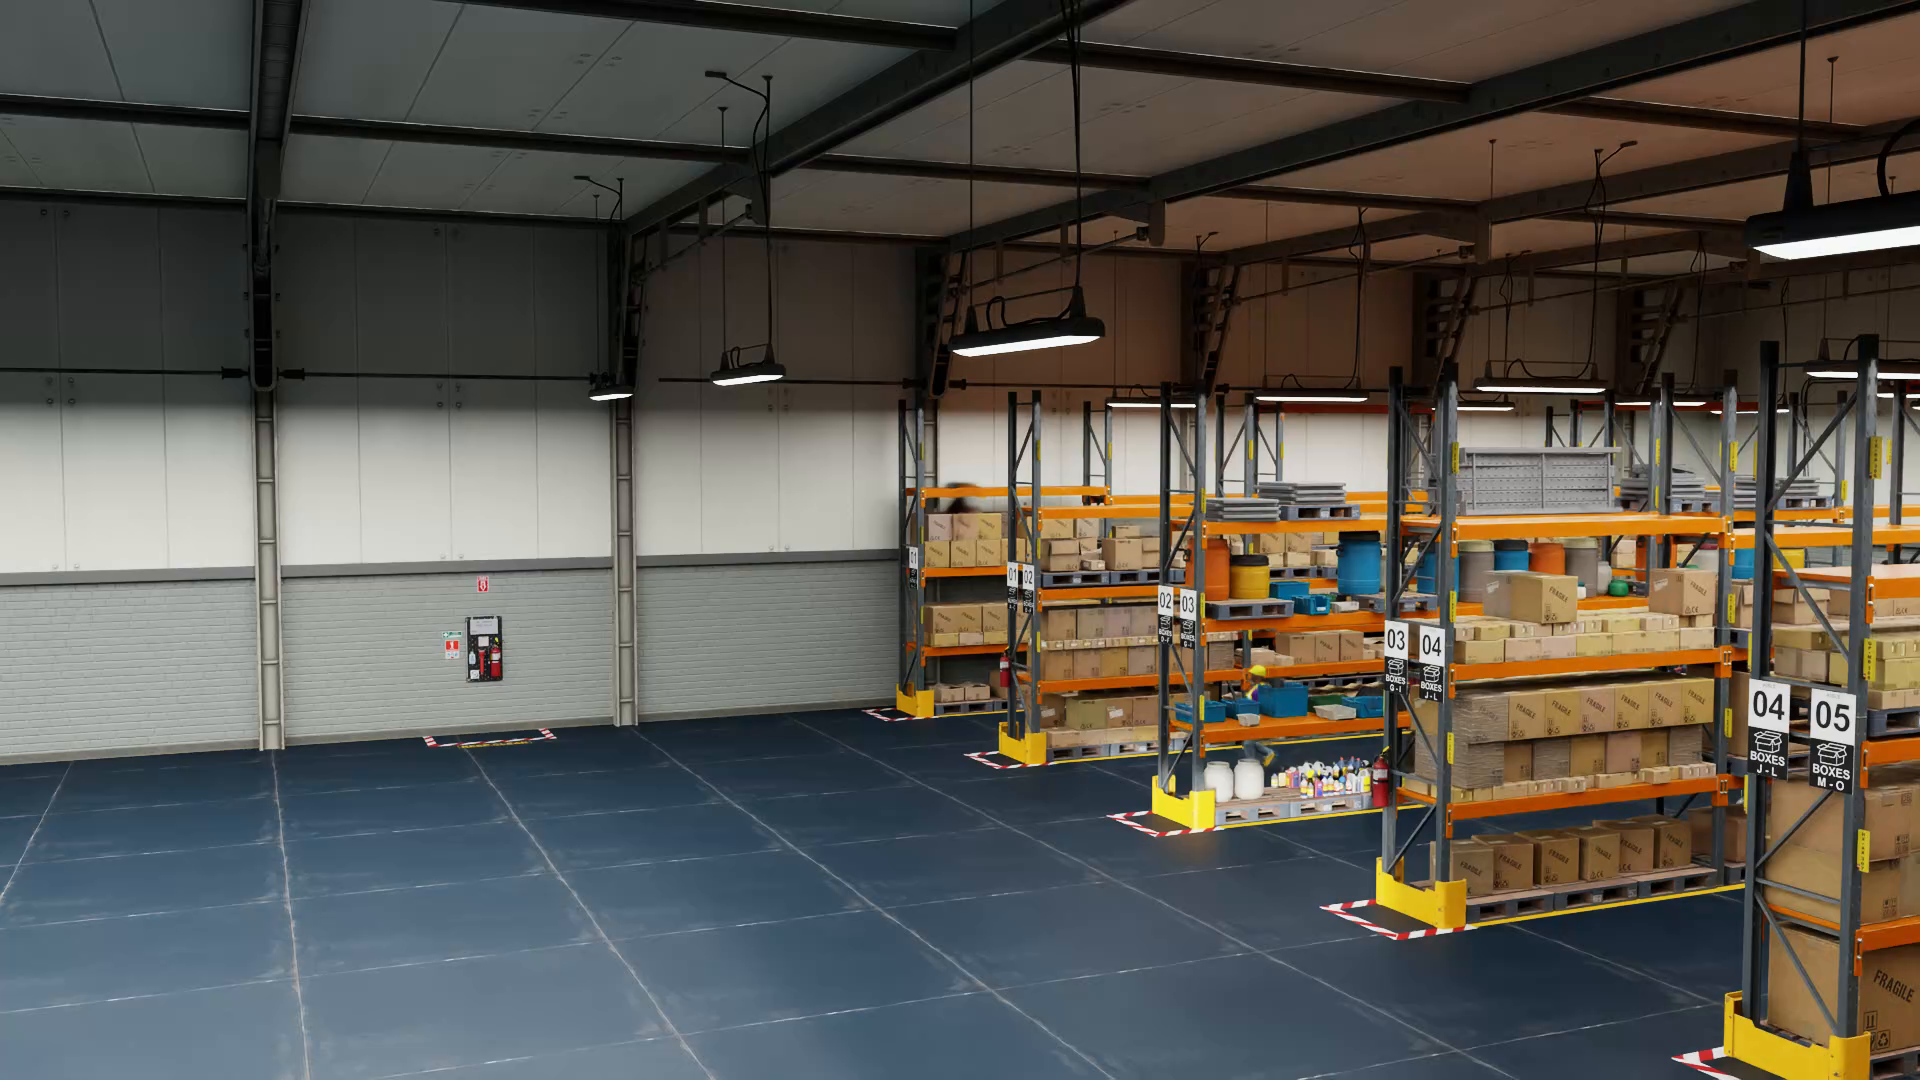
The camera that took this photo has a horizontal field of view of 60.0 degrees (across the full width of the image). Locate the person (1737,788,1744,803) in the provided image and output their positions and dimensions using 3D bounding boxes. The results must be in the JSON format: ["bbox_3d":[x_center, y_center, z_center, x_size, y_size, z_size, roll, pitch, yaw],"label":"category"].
[{"bbox_3d":[11.631,2.963,23.834,0.973,1.651,0.431,-1,4,-23],"label":"person"}]

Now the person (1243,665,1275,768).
[{"bbox_3d":[4.617,2.783,25.772,0.856,1.722,0.618,-2,4,-27],"label":"person"}]

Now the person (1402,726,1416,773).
[{"bbox_3d":[7.297,2.784,25.922,1.140,1.730,0.597,0,3,4],"label":"person"}]
